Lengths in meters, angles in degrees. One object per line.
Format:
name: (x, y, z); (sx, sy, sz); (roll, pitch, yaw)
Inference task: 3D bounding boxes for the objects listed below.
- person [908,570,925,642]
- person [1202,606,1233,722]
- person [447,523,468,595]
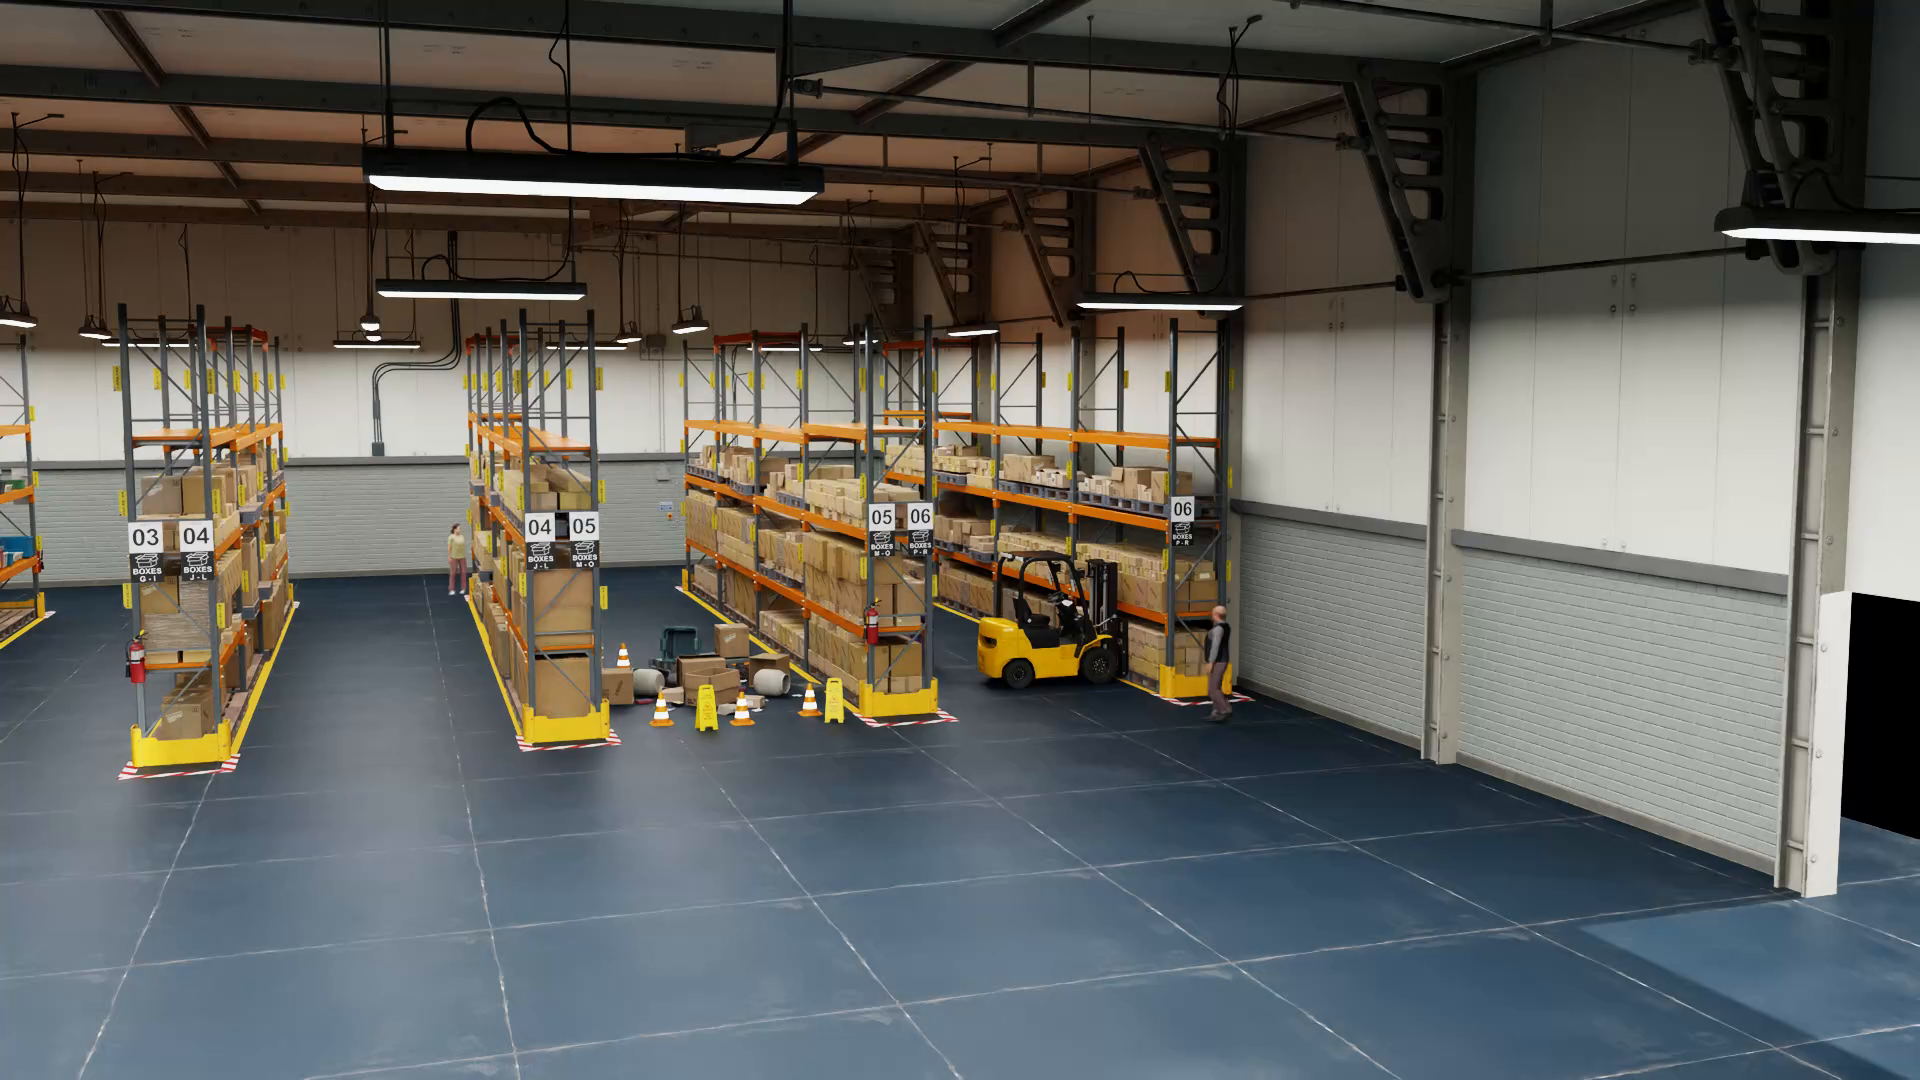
person: (-0.846, 1.387, 30.165); (0.526, 1.644, 0.799); (-2, 6, -19)
person: (3.793, 1.828, 24.402); (0.441, 1.734, 0.596); (0, 5, 4)
person: (-11.884, 0.443, 39.363); (0.477, 1.679, 0.376); (-4, 6, -33)
